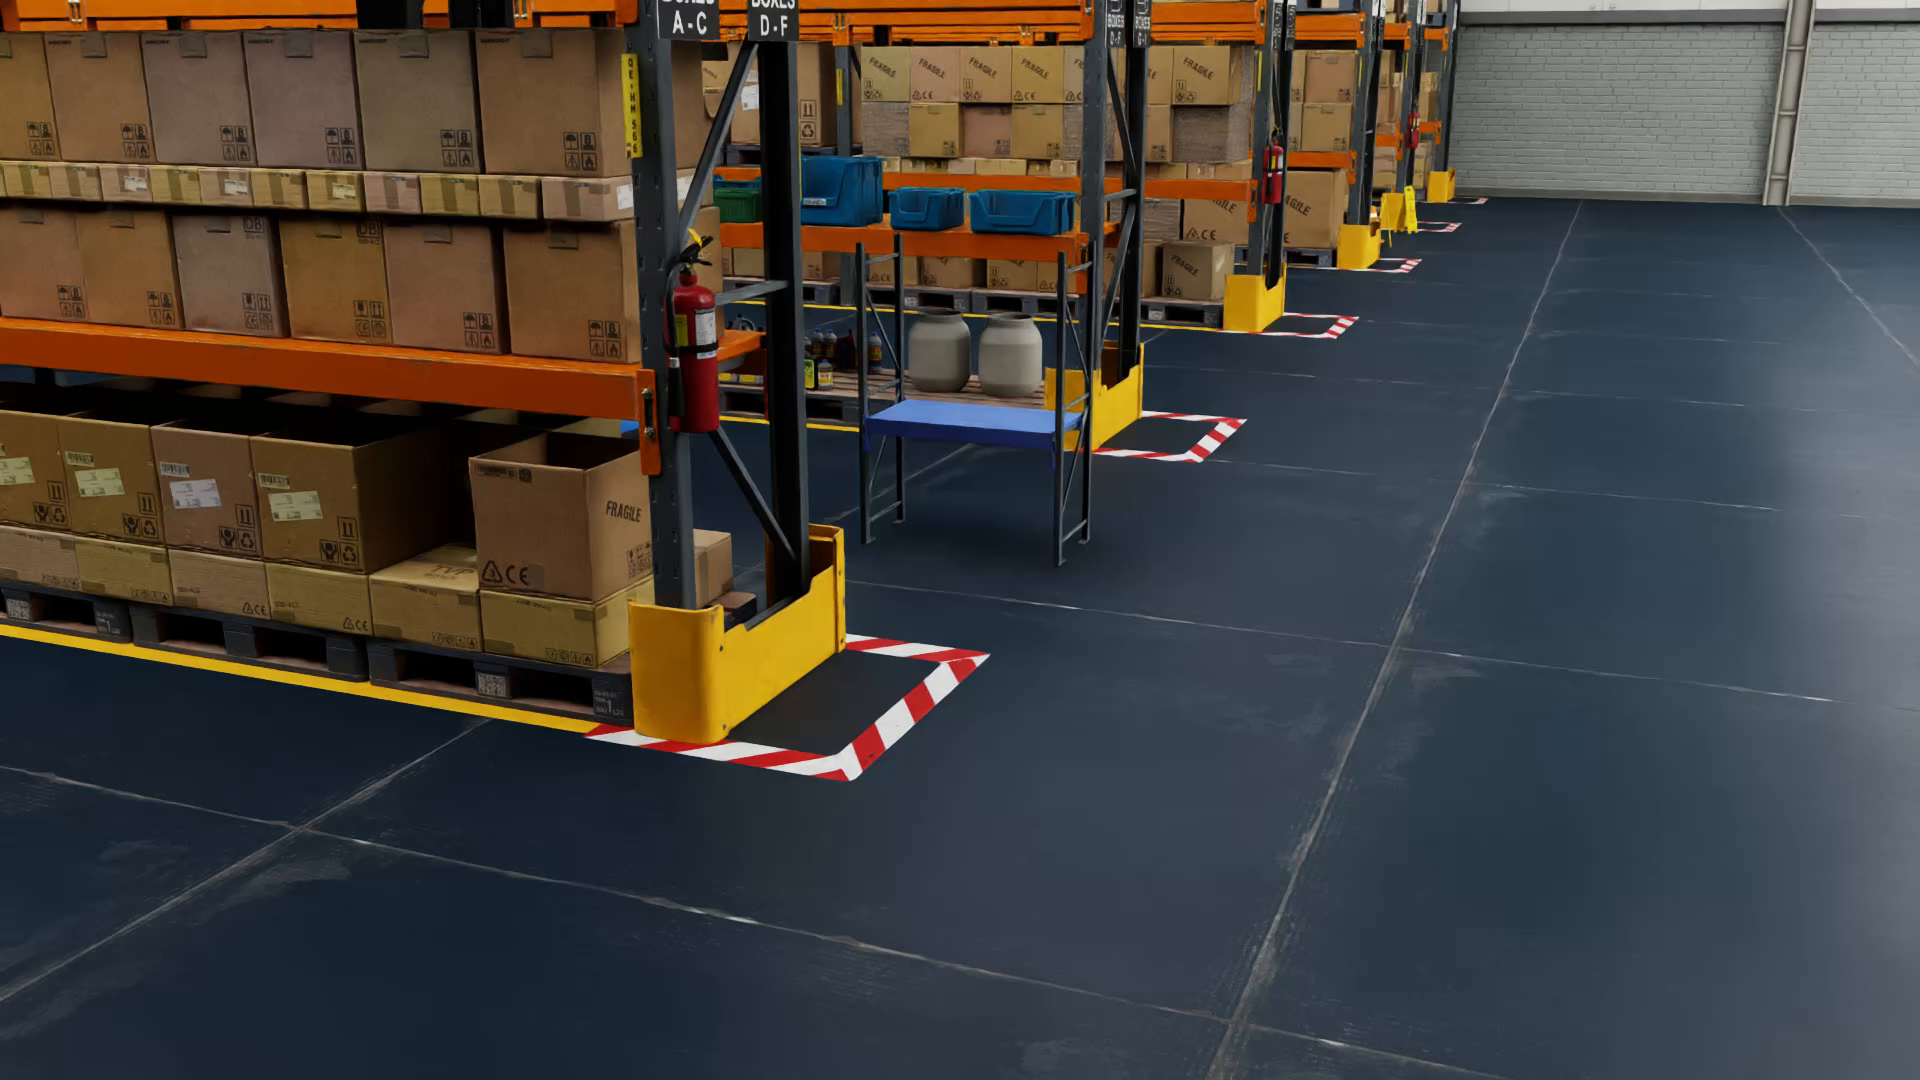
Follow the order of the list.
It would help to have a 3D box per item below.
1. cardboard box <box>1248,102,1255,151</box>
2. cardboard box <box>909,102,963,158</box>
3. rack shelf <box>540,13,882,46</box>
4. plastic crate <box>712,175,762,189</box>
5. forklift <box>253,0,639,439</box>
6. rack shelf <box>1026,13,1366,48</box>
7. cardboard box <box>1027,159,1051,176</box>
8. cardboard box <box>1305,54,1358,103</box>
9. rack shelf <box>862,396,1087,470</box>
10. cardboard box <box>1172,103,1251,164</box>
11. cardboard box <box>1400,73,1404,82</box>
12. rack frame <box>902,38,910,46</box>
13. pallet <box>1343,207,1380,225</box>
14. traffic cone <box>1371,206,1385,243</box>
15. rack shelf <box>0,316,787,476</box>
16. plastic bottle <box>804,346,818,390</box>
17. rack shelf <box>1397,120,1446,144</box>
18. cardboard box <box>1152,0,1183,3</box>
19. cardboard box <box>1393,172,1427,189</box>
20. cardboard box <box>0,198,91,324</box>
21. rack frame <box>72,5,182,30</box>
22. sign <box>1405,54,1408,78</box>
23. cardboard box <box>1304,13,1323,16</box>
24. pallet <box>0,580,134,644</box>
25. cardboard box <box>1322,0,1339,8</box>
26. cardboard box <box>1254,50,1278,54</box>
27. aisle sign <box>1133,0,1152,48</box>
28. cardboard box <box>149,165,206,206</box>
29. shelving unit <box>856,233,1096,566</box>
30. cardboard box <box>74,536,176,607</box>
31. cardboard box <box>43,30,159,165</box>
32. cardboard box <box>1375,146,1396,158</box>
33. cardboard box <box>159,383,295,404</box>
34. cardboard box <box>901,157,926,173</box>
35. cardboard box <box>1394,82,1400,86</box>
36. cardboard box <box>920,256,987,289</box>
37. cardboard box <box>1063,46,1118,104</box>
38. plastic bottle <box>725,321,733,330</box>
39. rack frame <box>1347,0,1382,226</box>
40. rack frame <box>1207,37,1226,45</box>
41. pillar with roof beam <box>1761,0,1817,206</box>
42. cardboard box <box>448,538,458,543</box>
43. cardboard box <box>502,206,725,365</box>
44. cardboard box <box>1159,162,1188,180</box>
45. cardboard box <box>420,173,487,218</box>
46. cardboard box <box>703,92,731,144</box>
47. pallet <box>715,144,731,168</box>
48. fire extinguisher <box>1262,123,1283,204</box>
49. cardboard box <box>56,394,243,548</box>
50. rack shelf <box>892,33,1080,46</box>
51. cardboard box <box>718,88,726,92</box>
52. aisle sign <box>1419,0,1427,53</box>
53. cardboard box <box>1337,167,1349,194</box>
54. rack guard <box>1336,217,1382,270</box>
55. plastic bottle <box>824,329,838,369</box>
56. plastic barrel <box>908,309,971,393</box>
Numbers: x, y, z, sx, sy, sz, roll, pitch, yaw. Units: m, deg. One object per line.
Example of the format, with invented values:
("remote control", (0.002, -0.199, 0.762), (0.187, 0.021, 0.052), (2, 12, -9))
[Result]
("cardboard box", (3.345, -4.961, 19.868), (0.550, 0.550, 0.875), (6, 17, 21))
("cardboard box", (-0.086, -3.924, 15.852), (0.500, 0.500, 0.875), (6, 17, 21))
("rack shelf", (-2.794, -5.155, 16.715), (4.000, 0.370, 1.077), (6, 17, 21))
("plastic crate", (-1.622, -2.457, 11.777), (0.616, 0.251, 0.499), (6, 17, 21))
("forklift", (-3.313, -1.861, 9.581), (3.031, 2.935, 1.130), (8, 18, 25))
("rack shelf", (2.841, -6.022, 19.701), (4.000, 0.370, 1.077), (6, 17, 21))
("cardboard box", (0.805, -3.471, 15.455), (0.250, 0.149, 0.380), (6, 17, 21))
("cardboard box", (4.370, -5.361, 19.308), (0.550, 0.550, 0.875), (6, 17, 21))
("rack shelf", (0.079, -0.539, 8.240), (1.000, 0.185, 0.538), (6, 17, 21))
("cardboard box", (2.286, -3.700, 15.082), (0.500, 0.500, 0.875), (6, 17, 21))
("cardboard box", (7.590, -7.806, 28.059), (0.250, 0.149, 0.380), (6, 17, 21))
("rack frame", (-1.019, -6.835, 26.591), (0.127, 3.000, 1.000), (6, 17, 21))
("pallet", (5.610, -4.777, 24.506), (1.213, 0.211, 1.003), (6, 17, 21))
("traffic cone", (5.459, -4.185, 22.014), (0.334, 0.463, 0.336), (6, 17, 21))
("rack shelf", (-2.712, -0.736, 6.875), (4.000, 0.370, 1.077), (6, 17, 21))
("plastic bottle", (-1.015, -1.150, 11.092), (0.133, 0.283, 0.061), (7, 17, 22))
("rack shelf", (6.381, -7.163, 29.013), (4.000, 0.370, 1.077), (6, 17, 21))
("cardboard box", (1.780, -4.848, 14.638), (0.500, 0.250, 0.500), (6, 17, 21))
("cardboard box", (7.688, -6.151, 28.416), (0.500, 0.250, 0.500), (6, 17, 21))
("cardboard box", (-3.664, -1.238, 7.135), (0.500, 0.500, 0.700), (6, 17, 20))
("rack frame", (-6.472, -2.980, 13.313), (0.127, 3.000, 1.000), (6, 17, 21))
("sign", (6.201, -6.582, 23.078), (0.005, 0.325, 0.100), (6, 17, 21))
("cardboard box", (5.050, -7.409, 23.642), (0.250, 0.149, 0.380), (6, 17, 20))
("pallet", (-3.848, 0.145, 7.551), (1.213, 0.211, 1.003), (6, 17, 21))
("cardboard box", (5.386, -7.565, 23.464), (0.500, 0.250, 0.500), (6, 17, 20))
("cardboard box", (4.475, -6.849, 24.135), (0.500, 0.500, 0.700), (6, 17, 20))
("aisle sign", (1.144, -3.479, 10.368), (0.004, 0.787, 0.394), (6, 17, 21))
("cardboard box", (-2.951, -1.411, 6.565), (0.250, 0.149, 0.380), (6, 17, 20))
("shelving unit", (0.079, -0.712, 8.190), (1.048, 1.500, 0.538), (6, 17, 21))
("cardboard box", (-3.325, 0.063, 7.009), (0.500, 0.250, 0.500), (6, 17, 21))
("cardboard box", (-3.221, -1.811, 6.780), (0.500, 0.500, 0.700), (6, 17, 21))
("cardboard box", (7.221, -6.682, 28.452), (0.500, 0.250, 0.500), (7, 17, 22))
("cardboard box", (-3.133, -0.433, 7.373), (0.500, 0.500, 0.500), (6, 17, 21))
("cardboard box", (-0.374, -3.587, 15.856), (0.250, 0.149, 0.380), (6, 17, 21))
("cardboard box", (7.348, -7.687, 28.185), (0.250, 0.149, 0.380), (7, 17, 22))
("cardboard box", (-0.041, -2.749, 16.247), (0.500, 0.500, 0.500), (13, 21, 38))
("cardboard box", (1.253, -4.211, 15.047), (0.500, 0.500, 0.500), (6, 17, 21))
("plastic bottle", (-1.701, -1.461, 12.164), (0.133, 0.283, 0.061), (8, 18, 24))
("rack frame", (4.701, -4.722, 19.315), (0.127, 3.000, 1.000), (6, 17, 21))
("rack frame", (4.520, -7.713, 29.618), (0.127, 3.000, 1.000), (6, 17, 21))
("pillar with roof beam", (11.926, -8.760, 22.462), (0.400, 9.000, 9.100), (6, 17, 21))
("cardboard box", (-2.200, 0.028, 7.132), (0.500, 0.250, 0.500), (6, 17, 21))
("cardboard box", (-1.281, -0.976, 6.232), (0.500, 0.500, 0.700), (6, 17, 21))
("cardboard box", (1.963, -3.339, 15.001), (0.250, 0.149, 0.380), (6, 17, 21))
("cardboard box", (-1.758, -1.279, 6.111), (0.250, 0.149, 0.380), (6, 17, 20))
("cardboard box", (-2.580, -4.260, 16.784), (0.637, 0.503, 0.797), (8, 18, 26))
("pallet", (-2.798, -3.980, 17.104), (1.213, 0.211, 1.003), (6, 17, 21))
("fire extinguisher", (2.725, -3.278, 14.478), (0.183, 0.674, 0.296), (6, 17, 21))
("cardboard box", (-3.325, -0.297, 6.905), (0.500, 0.500, 0.500), (6, 17, 21))
("rack shelf", (0.842, -7.725, 25.569), (4.000, 0.370, 1.077), (6, 17, 21))
("cardboard box", (-3.104, -6.005, 22.364), (0.250, 0.149, 0.380), (6, 17, 21))
("aisle sign", (6.595, -7.339, 23.665), (0.004, 0.787, 0.394), (6, 17, 21))
("cardboard box", (5.582, -5.272, 24.042), (0.500, 0.500, 0.500), (6, 17, 21))
("rack guard", (4.723, -3.519, 19.655), (0.348, 0.500, 1.175), (6, 17, 21))
("plastic bottle", (-0.921, -1.364, 11.851), (0.097, 0.271, 0.097), (0, 16, 0))
("plastic barrel", (-0.137, -1.267, 11.123), (0.421, 0.512, 0.421), (0, 16, 0))
